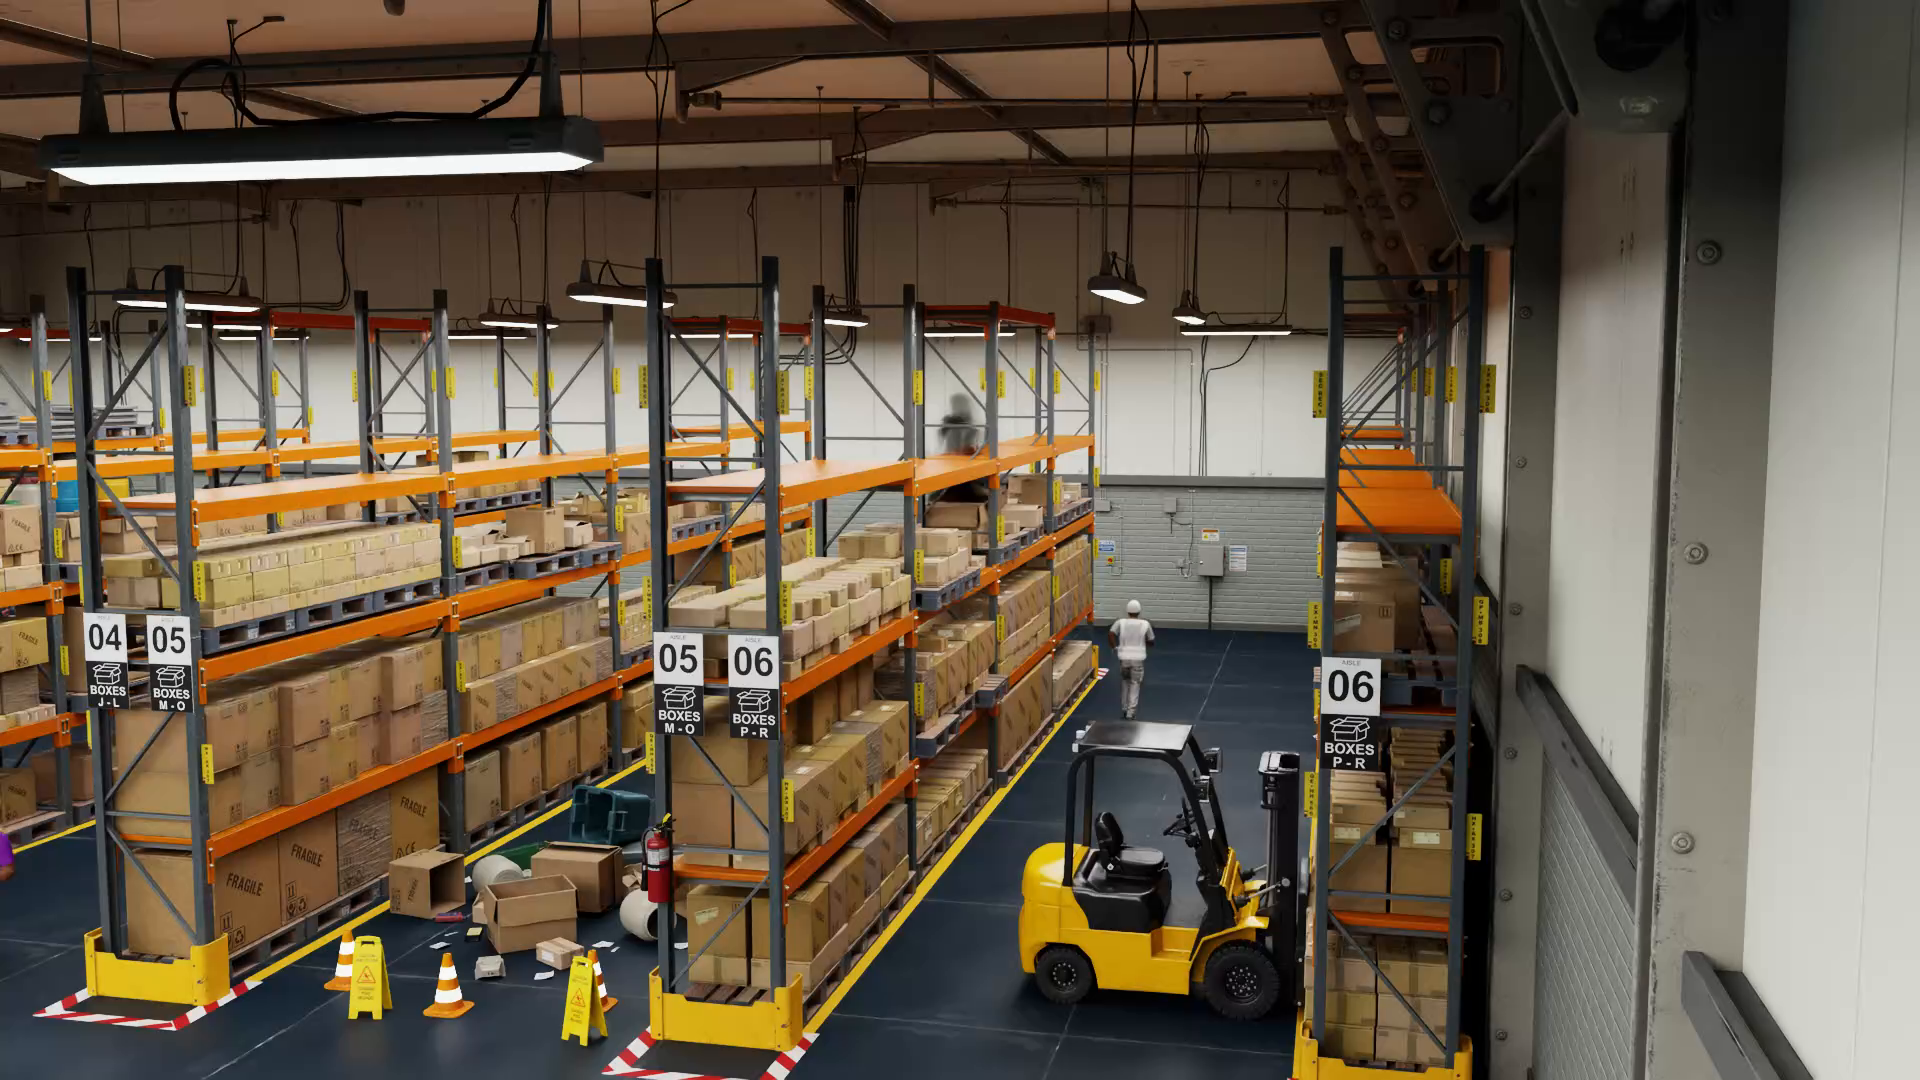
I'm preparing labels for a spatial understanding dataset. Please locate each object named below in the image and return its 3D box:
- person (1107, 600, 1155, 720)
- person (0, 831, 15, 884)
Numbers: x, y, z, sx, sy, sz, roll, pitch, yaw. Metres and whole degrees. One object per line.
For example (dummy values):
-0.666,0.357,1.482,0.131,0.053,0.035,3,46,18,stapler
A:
2.537,1.805,24.496,0.660,1.847,0.808,2,6,16,person
-8.011,2.934,13.388,0.731,1.744,0.916,-2,6,-15,person
